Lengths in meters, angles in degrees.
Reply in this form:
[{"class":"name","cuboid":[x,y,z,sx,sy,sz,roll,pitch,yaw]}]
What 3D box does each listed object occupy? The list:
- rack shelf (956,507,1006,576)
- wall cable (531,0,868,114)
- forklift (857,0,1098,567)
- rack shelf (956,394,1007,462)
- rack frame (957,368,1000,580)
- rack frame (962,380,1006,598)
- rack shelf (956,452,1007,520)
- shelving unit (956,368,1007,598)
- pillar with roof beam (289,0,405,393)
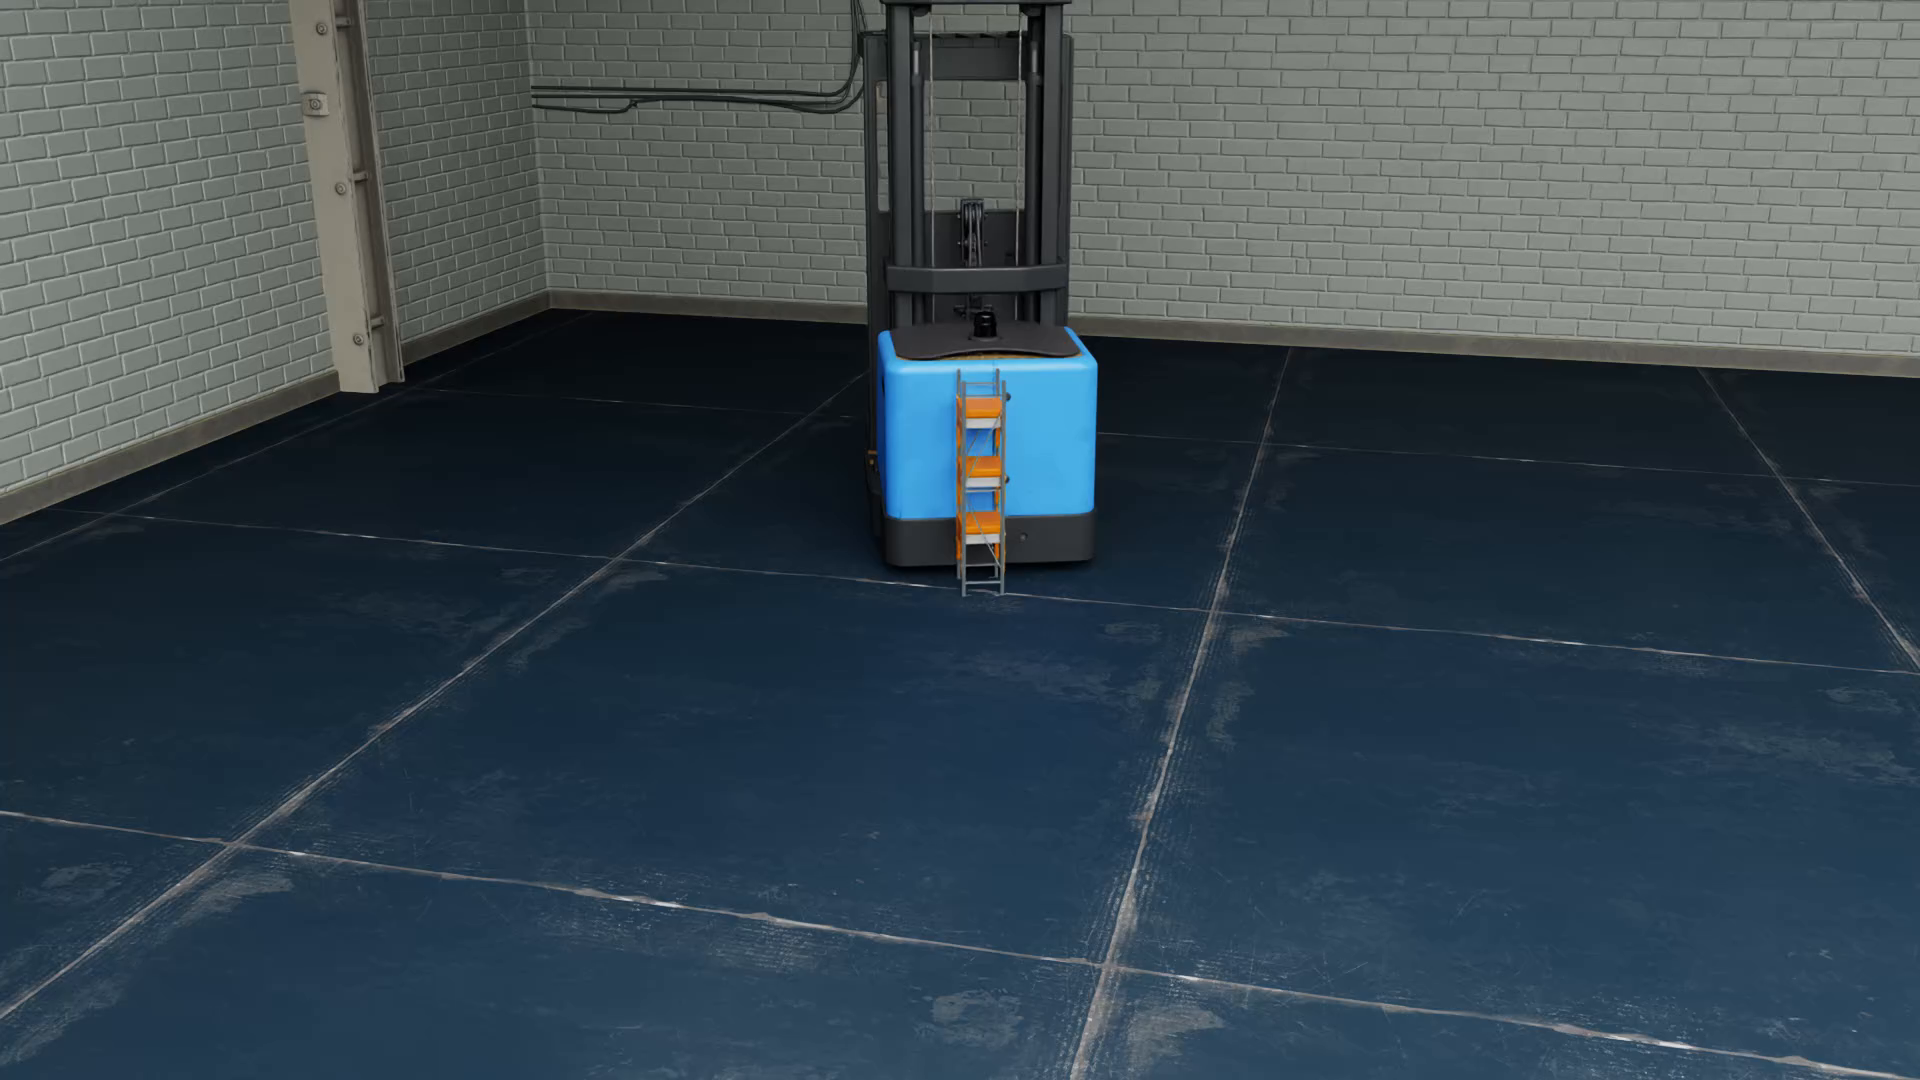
[{"class":"rack shelf","cuboid":[0.098,0.006,7.939,0.215,0.259,0.240,-2,19,-5]},{"class":"wall cable","cuboid":[-2.221,-4.715,13.373,3.097,2.526,0.112,5,19,13]},{"class":"forklift","cuboid":[0.018,-1.689,9.098,1.130,2.935,3.031,-2,19,-5]},{"class":"rack shelf","cuboid":[0.098,-0.526,7.758,0.215,0.259,0.240,-2,19,-5]},{"class":"rack frame","cuboid":[0.086,-0.307,7.961,0.200,1.050,0.008,-2,19,-5]},{"class":"rack frame","cuboid":[0.109,-0.228,7.731,0.200,1.050,0.008,-2,19,-5]},{"class":"rack shelf","cuboid":[0.098,-0.257,7.849,0.215,0.259,0.240,-2,19,-5]},{"class":"shelving unit","cuboid":[0.098,-0.267,7.846,0.215,1.050,0.252,-2,19,-5]},{"class":"pillar with roof beam","cuboid":[-0.048,-5.025,9.478,9.100,9.000,0.400,5,19,13]}]
